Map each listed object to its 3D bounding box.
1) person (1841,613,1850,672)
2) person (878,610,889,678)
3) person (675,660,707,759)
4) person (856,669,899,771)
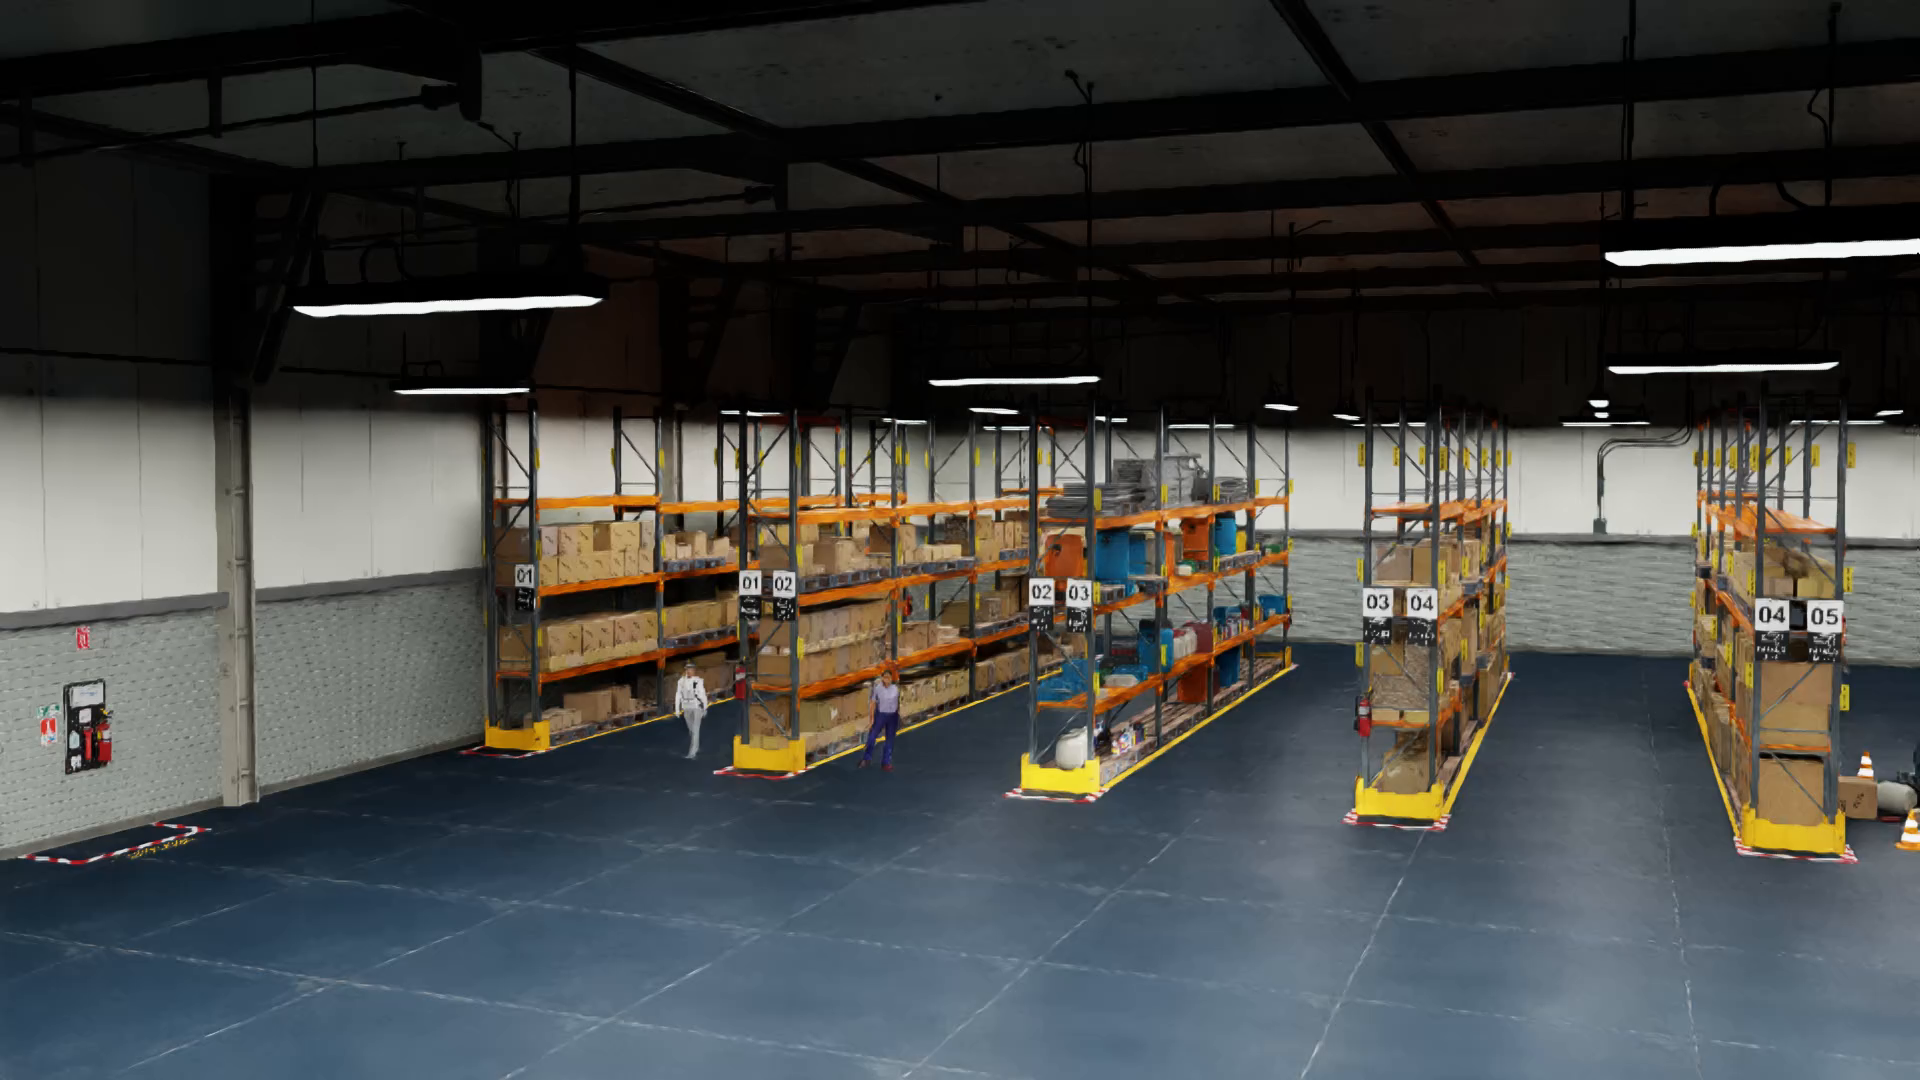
[{"bbox_3d":[20.303,2.249,38.530,0.567,1.713,0.592,-2,3,-32],"label":"person"},{"bbox_3d":[-1.697,2.439,37.203,0.349,1.532,0.477,0,3,-7],"label":"person"},{"bbox_3d":[-4.498,2.804,27.749,0.483,1.621,0.993,1,3,13],"label":"person"},{"bbox_3d":[-1.304,2.876,26.606,0.667,1.628,0.509,-1,3,-19],"label":"person"}]
